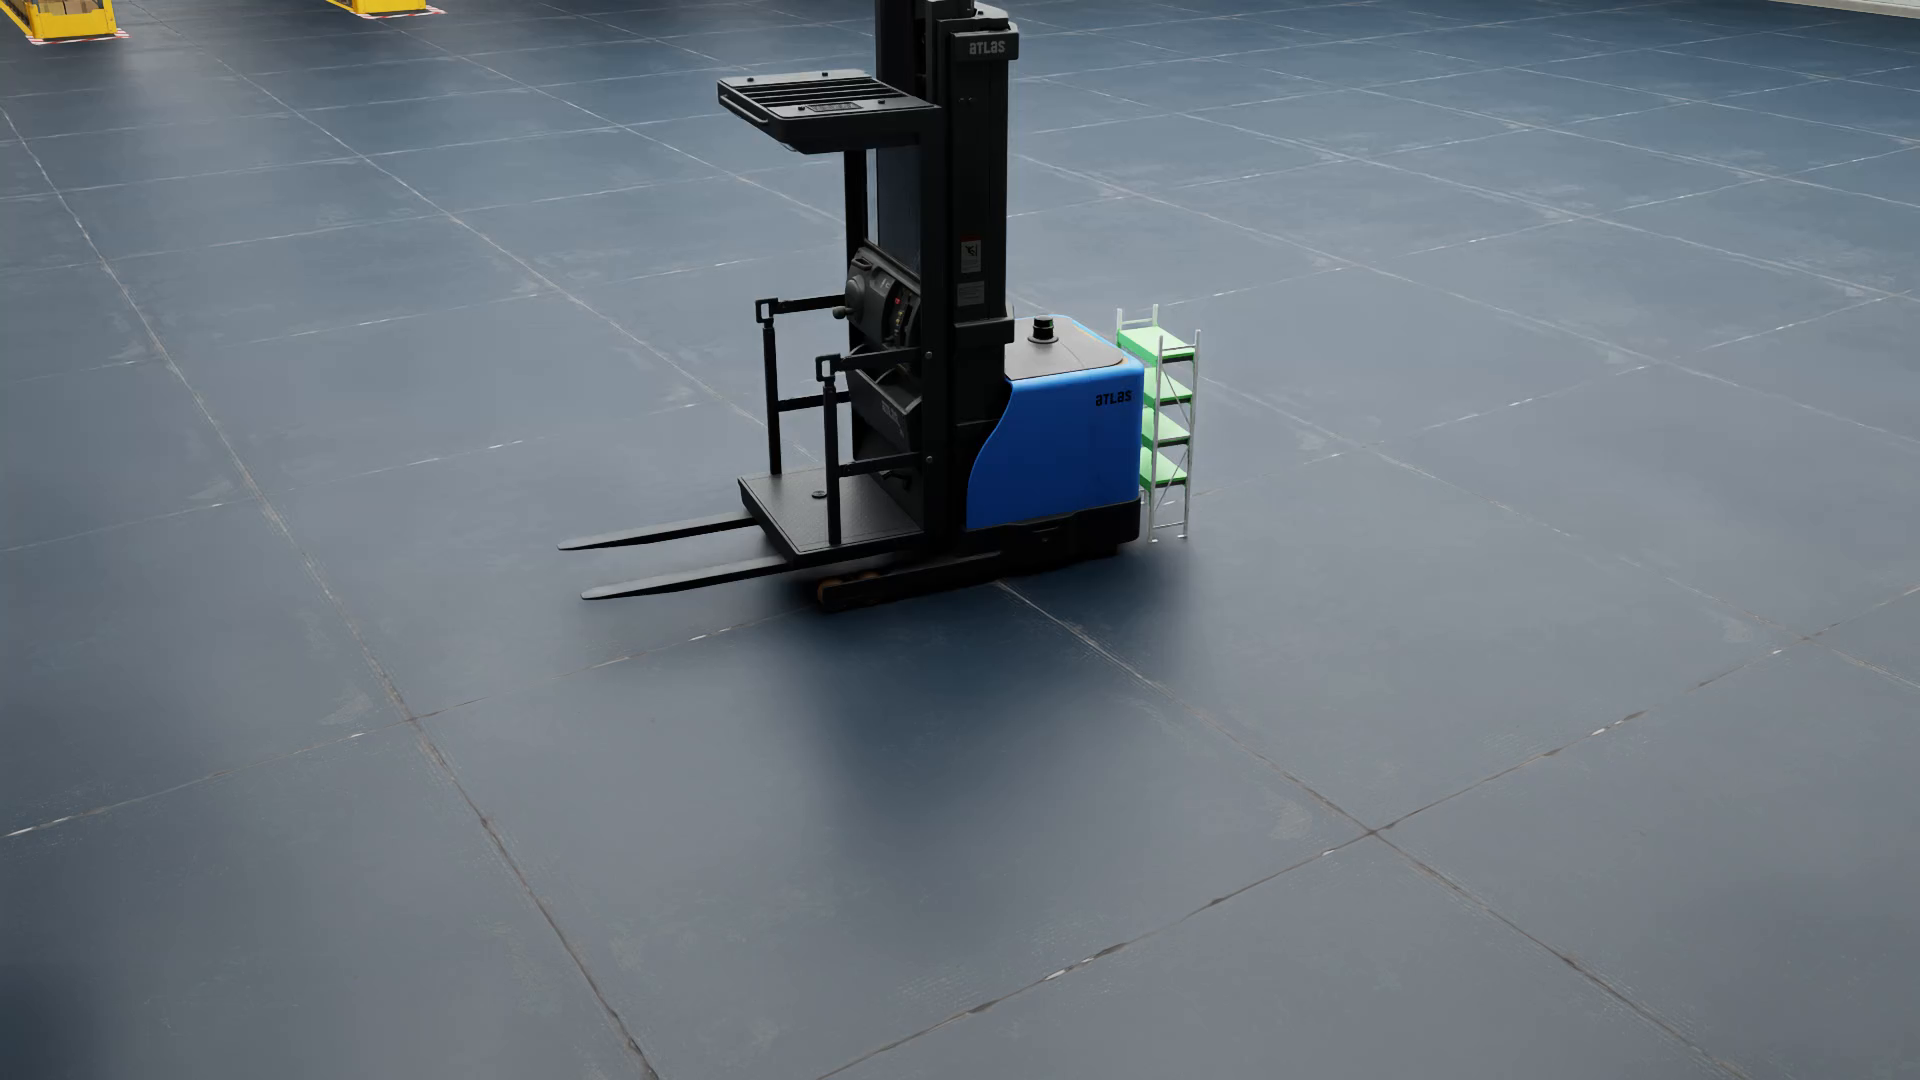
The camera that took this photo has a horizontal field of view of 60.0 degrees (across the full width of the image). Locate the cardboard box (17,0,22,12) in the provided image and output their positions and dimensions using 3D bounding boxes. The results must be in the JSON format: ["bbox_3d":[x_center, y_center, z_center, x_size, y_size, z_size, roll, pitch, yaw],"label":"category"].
[{"bbox_3d":[-14.928,-8.685,26.864,0.500,0.250,0.500,-16,29,-30],"label":"cardboard box"}]

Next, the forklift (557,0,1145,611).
[{"bbox_3d":[-0.580,-1.220,8.401,3.031,2.935,1.130,-10,27,-21],"label":"forklift"}]

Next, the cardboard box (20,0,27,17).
[{"bbox_3d":[-14.653,-8.507,26.486,0.500,0.250,0.500,-16,29,-30],"label":"cardboard box"}]

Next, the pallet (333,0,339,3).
[{"bbox_3d":[-10.860,-9.898,29.969,1.003,0.211,1.213,-16,29,-30],"label":"pallet"}]

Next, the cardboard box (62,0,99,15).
[{"bbox_3d":[-13.936,-8.452,26.368,0.500,0.250,0.500,-16,29,-30],"label":"cardboard box"}]

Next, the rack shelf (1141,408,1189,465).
[{"bbox_3d":[1.068,-0.586,9.236,0.258,0.148,0.480,-9,27,-19],"label":"rack shelf"}]

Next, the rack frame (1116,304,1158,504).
[{"bbox_3d":[0.980,-0.741,9.414,0.240,1.200,0.015,-9,27,-19],"label":"rack frame"}]

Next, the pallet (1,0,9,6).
[{"bbox_3d":[-16.449,-9.686,29.520,1.003,0.211,1.213,-16,29,-30],"label":"pallet"}]

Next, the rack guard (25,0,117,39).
[{"bbox_3d":[-13.817,-8.123,25.870,1.175,0.500,0.348,-16,29,-30],"label":"rack guard"}]

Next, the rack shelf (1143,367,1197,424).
[{"bbox_3d":[1.068,-0.803,9.133,0.258,0.148,0.480,-9,27,-19],"label":"rack shelf"}]

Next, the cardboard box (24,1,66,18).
[{"bbox_3d":[-14.370,-8.331,26.113,0.500,0.250,0.500,-16,29,-30],"label":"cardboard box"}]

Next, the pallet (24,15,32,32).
[{"bbox_3d":[-14.283,-8.264,26.509,1.003,0.211,1.213,-16,29,-30],"label":"pallet"}]

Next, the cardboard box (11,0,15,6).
[{"bbox_3d":[-15.477,-9.042,27.619,0.500,0.250,0.500,-16,29,-30],"label":"cardboard box"}]

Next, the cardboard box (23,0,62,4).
[{"bbox_3d":[-14.372,-8.670,25.952,0.500,0.500,0.500,-16,29,-30],"label":"cardboard box"}]

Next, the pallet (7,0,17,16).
[{"bbox_3d":[-15.615,-9.137,28.358,1.003,0.211,1.213,-16,29,-30],"label":"pallet"}]

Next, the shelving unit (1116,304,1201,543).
[{"bbox_3d":[1.068,-0.644,9.209,0.258,1.200,0.503,-9,27,-19],"label":"shelving unit"}]

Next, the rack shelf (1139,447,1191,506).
[{"bbox_3d":[1.068,-0.369,9.338,0.258,0.148,0.480,-9,27,-19],"label":"rack shelf"}]

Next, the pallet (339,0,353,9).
[{"bbox_3d":[-10.198,-9.462,29.045,1.003,0.211,1.213,-16,29,-30],"label":"pallet"}]

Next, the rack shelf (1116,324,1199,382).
[{"bbox_3d":[1.068,-1.020,9.031,0.258,0.148,0.480,-9,27,-19],"label":"rack shelf"}]

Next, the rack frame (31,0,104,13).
[{"bbox_3d":[-13.830,-9.262,25.355,1.000,3.000,0.127,-16,29,-30],"label":"rack frame"}]

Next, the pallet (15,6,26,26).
[{"bbox_3d":[-14.945,-8.700,27.432,1.003,0.211,1.213,-16,29,-30],"label":"pallet"}]

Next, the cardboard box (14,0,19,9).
[{"bbox_3d":[-15.199,-8.865,27.243,0.500,0.250,0.500,-16,29,-30],"label":"cardboard box"}]

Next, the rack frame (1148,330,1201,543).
[{"bbox_3d":[1.156,-0.547,9.003,0.240,1.200,0.015,-9,27,-19],"label":"rack frame"}]

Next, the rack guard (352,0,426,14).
[{"bbox_3d":[-9.759,-9.300,28.365,1.175,0.500,0.348,-16,29,-30],"label":"rack guard"}]
